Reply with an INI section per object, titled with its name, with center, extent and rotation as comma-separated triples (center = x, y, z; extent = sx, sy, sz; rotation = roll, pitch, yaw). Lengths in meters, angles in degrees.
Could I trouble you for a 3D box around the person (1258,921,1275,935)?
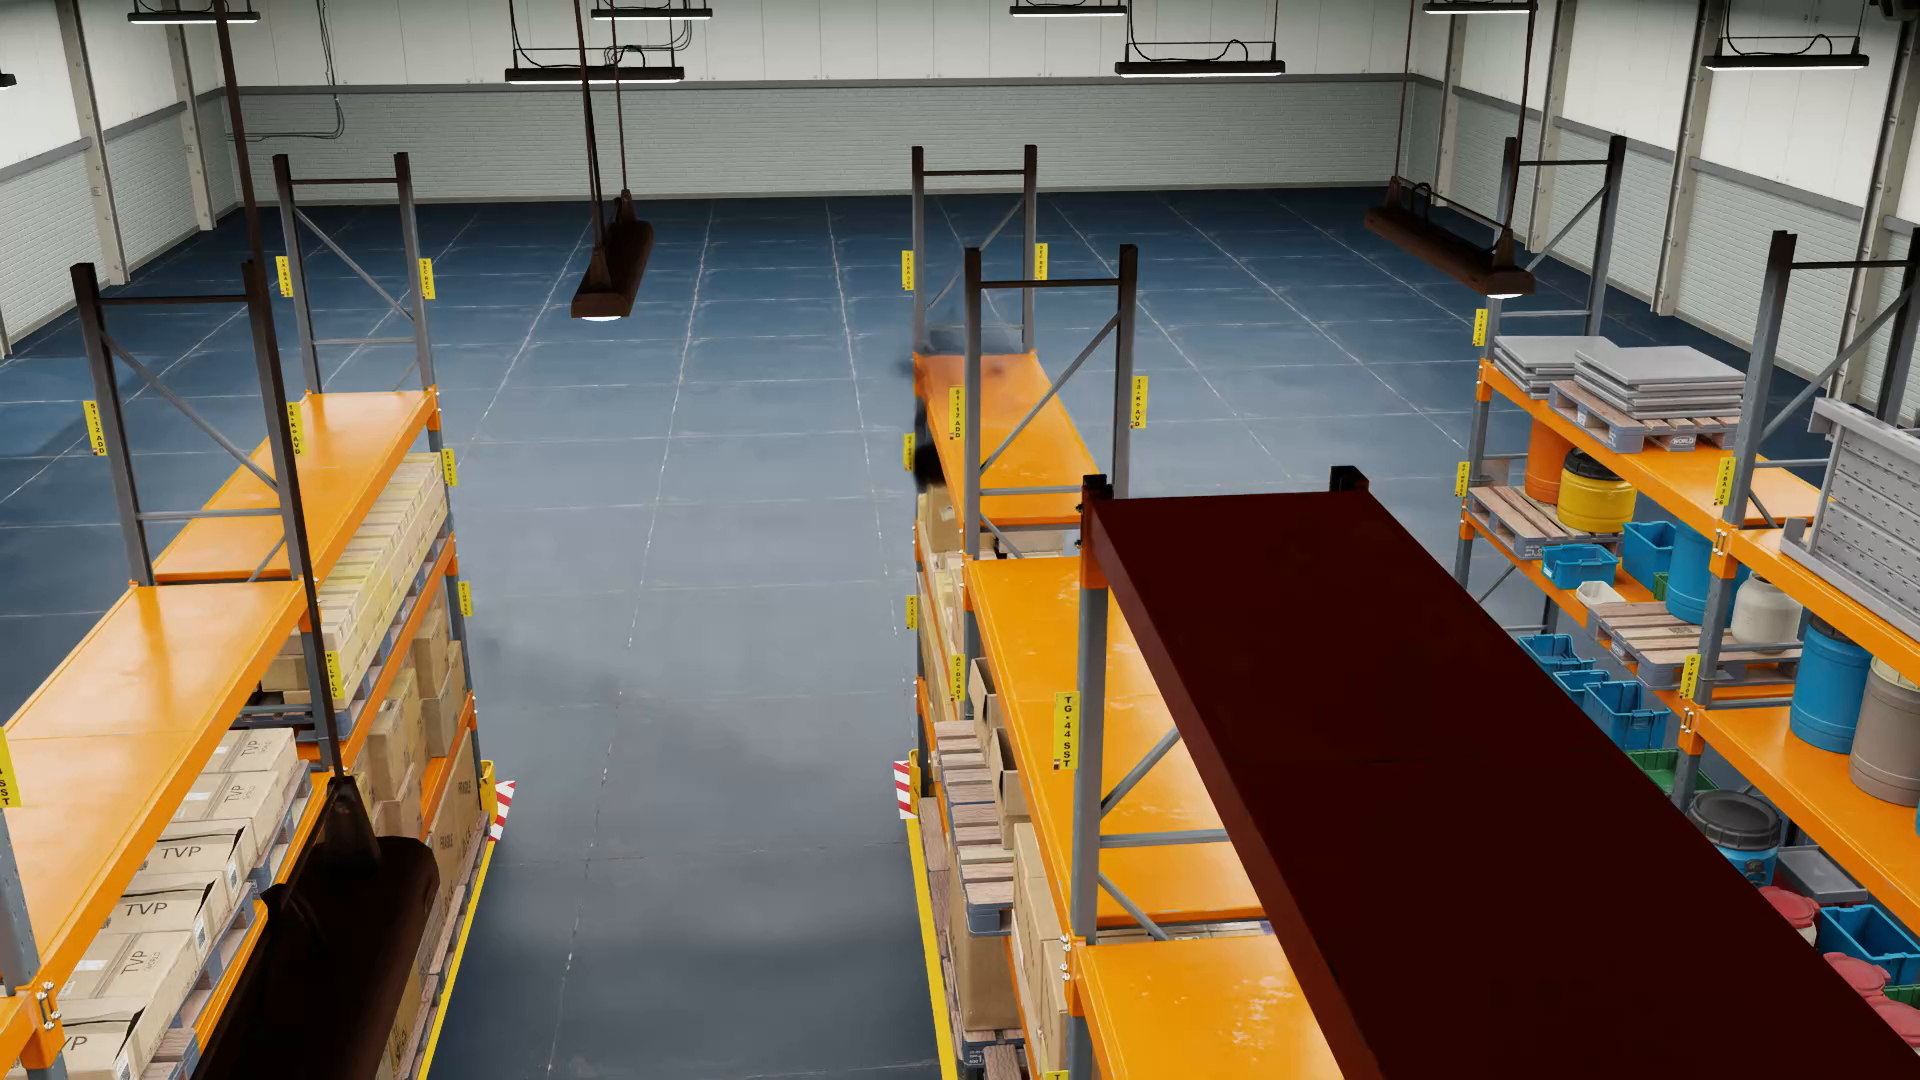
[person]
center = 2.086, 2.993, 11.906
extent = 0.628, 1.601, 0.697
rotation = -1, 22, -1
